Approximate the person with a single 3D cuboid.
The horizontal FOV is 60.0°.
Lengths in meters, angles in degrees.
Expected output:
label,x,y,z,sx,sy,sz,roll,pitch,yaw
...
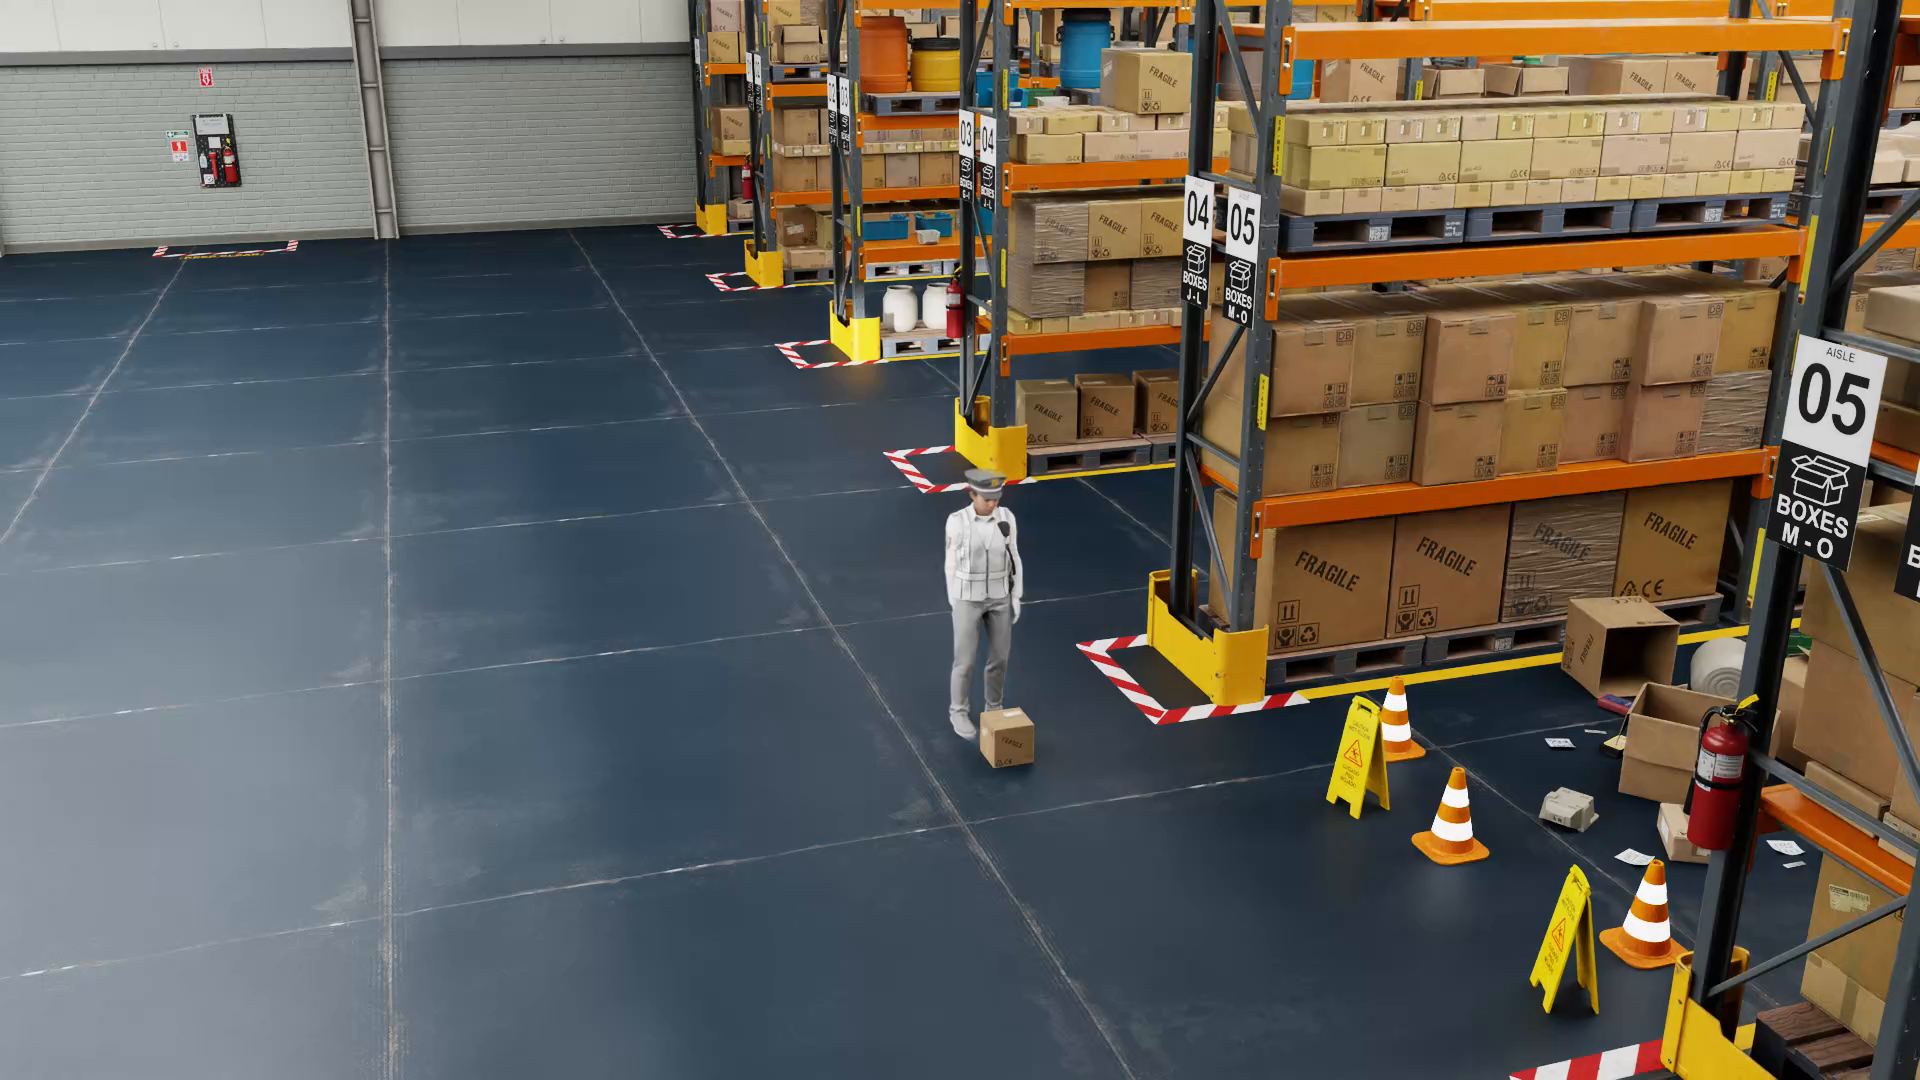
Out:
label,x,y,z,sx,sy,sz,roll,pitch,yaw
person,0.149,0.370,10.030,0.471,1.666,0.327,-6,20,-16
